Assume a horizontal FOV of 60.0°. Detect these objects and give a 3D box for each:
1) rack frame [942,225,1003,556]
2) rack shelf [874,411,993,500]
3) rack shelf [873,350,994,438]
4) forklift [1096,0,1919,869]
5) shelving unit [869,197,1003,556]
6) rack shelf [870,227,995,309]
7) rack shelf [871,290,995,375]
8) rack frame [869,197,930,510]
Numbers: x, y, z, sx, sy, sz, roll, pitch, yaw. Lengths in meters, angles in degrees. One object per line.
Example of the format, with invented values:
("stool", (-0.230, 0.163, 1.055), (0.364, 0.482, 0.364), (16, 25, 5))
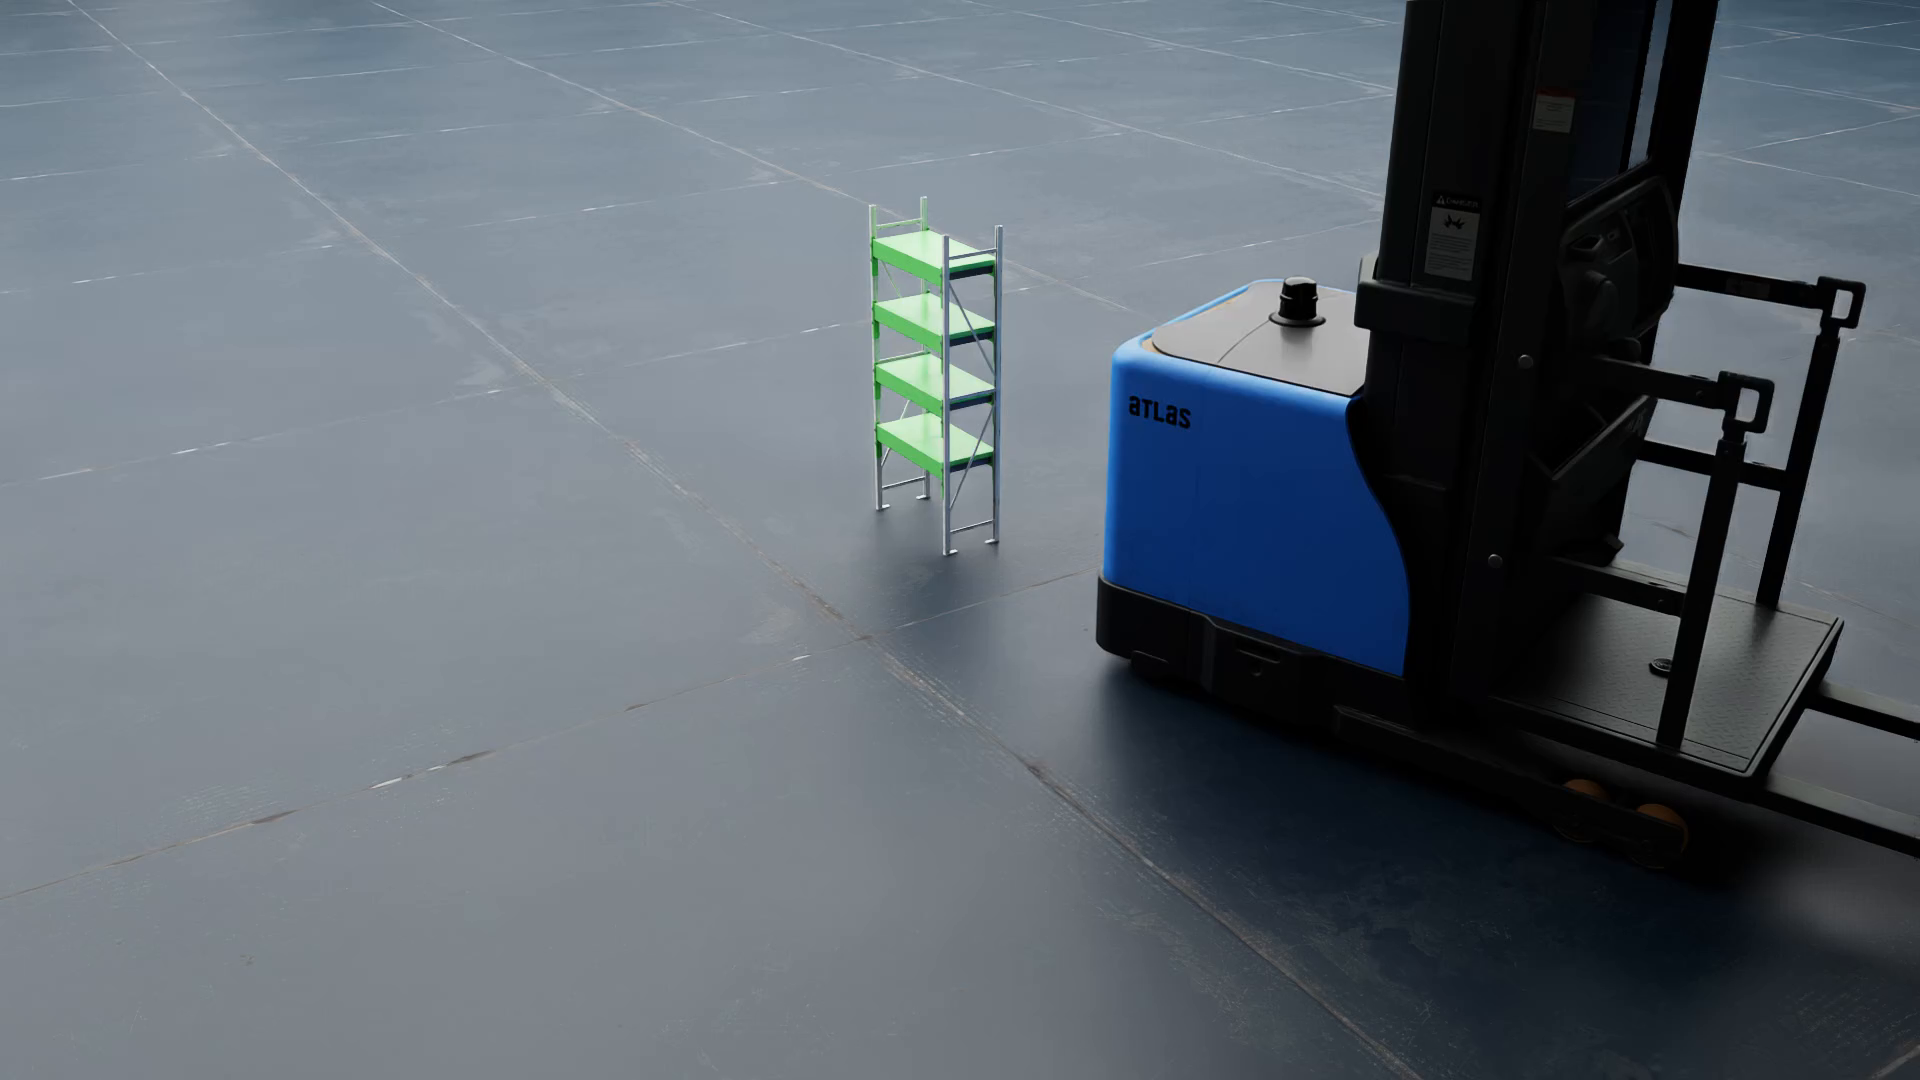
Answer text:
("rack frame", (0.043, -0.515, 5.934), (0.240, 1.200, 0.015), (-16, 29, -30))
("rack shelf", (-0.090, -0.327, 6.249), (0.258, 0.148, 0.480), (-16, 29, -30))
("rack shelf", (-0.090, -0.544, 6.147), (0.258, 0.148, 0.480), (-16, 29, -30))
("forklift", (1.919, -0.712, 4.325), (3.031, 2.935, 1.130), (18, 31, 33))
("shelving unit", (-0.090, -0.602, 6.119), (0.258, 1.200, 0.503), (-16, 29, -30))
("rack shelf", (-0.090, -0.978, 5.942), (0.258, 0.148, 0.480), (-16, 29, -30))
("rack shelf", (-0.090, -0.761, 6.044), (0.258, 0.148, 0.480), (-16, 29, -30))
("rack frame", (-0.224, -0.689, 6.304), (0.240, 1.200, 0.015), (-16, 29, -30))
